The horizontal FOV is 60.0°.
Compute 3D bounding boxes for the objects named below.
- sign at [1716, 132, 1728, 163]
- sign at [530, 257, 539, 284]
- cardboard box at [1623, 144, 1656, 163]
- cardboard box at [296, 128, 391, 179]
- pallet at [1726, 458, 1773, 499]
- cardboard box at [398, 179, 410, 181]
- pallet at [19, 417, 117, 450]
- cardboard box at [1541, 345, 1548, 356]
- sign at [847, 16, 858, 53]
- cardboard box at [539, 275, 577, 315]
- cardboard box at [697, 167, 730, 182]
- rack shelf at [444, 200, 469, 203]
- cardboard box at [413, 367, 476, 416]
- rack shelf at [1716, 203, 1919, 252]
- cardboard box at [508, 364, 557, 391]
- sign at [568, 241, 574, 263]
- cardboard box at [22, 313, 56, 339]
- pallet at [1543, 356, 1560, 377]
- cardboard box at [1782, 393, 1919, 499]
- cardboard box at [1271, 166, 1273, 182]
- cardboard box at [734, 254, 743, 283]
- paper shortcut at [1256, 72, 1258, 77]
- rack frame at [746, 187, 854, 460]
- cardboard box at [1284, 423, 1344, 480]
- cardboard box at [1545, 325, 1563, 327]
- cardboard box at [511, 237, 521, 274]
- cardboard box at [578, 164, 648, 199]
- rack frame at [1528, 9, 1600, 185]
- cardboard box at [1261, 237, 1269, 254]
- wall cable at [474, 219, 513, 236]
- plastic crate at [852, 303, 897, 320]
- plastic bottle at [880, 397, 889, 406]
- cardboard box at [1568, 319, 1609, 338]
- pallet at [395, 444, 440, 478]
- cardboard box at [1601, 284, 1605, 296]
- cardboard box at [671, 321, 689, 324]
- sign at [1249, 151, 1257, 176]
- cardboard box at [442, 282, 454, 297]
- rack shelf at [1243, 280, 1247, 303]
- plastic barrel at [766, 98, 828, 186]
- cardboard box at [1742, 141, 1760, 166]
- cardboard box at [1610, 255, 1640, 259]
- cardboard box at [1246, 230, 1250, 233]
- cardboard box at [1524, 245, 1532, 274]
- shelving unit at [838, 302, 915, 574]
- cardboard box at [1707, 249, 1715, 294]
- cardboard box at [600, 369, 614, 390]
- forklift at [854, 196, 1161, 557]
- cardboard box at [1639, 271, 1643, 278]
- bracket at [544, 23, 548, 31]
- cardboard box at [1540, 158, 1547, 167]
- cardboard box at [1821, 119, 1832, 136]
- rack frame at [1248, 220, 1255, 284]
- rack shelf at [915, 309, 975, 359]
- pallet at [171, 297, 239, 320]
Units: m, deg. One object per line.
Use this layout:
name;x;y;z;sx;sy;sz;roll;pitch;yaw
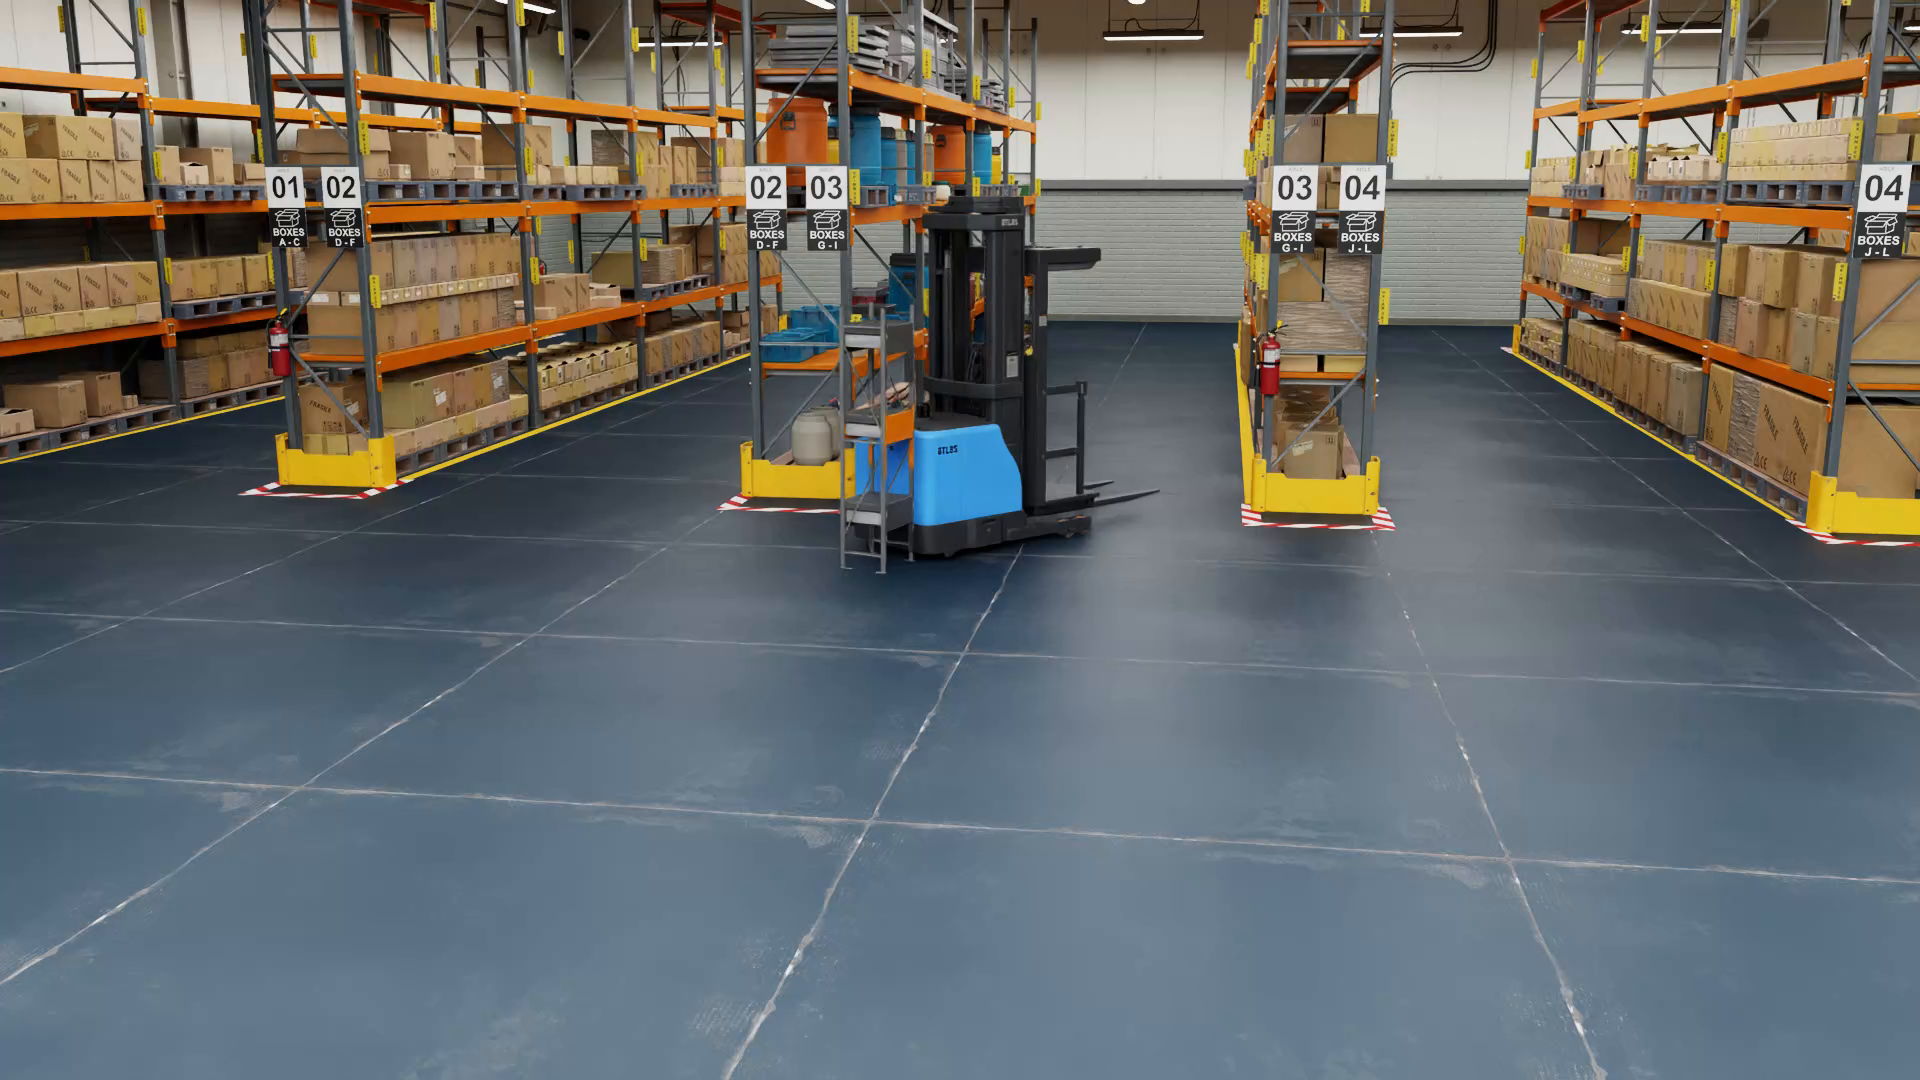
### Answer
sign;8.313;-4.278;18.131;0.100;0.325;0.005;2;12;9
sign;-5.273;-3.338;20.617;0.100;0.325;0.005;2;12;9
cardboard box;9.336;-5.312;22.846;0.396;0.266;0.258;2;12;9
cardboard box;-6.345;-3.971;17.103;0.797;0.503;0.637;3;12;13
pallet;8.472;-0.616;16.852;1.003;0.211;1.213;2;12;9
cardboard box;-9.731;-6.269;28.061;0.700;0.500;0.500;1;12;6
pallet;-10.971;-1.294;19.998;1.003;0.211;1.213;2;12;9
cardboard box;9.964;-3.175;27.876;0.380;0.149;0.250;2;12;9
sign;-1.001;-4.711;15.490;0.100;0.325;0.005;2;12;9
cardboard box;-5.530;-3.315;22.520;0.500;0.500;0.500;2;12;9
cardboard box;-4.271;-6.289;28.606;0.500;0.250;0.500;2;12;9
rack shelf;-9.179;-6.249;30.959;1.077;0.370;4.000;2;12;9
cardboard box;-5.902;-1.705;19.034;0.500;0.500;0.500;2;12;9
rack shelf;8.544;-3.088;16.290;1.077;0.370;4.000;2;12;9
cardboard box;-5.512;-2.107;21.347;0.500;0.311;0.500;2;12;9
sign;-5.745;-4.269;24.621;0.100;0.325;0.005;2;12;9
cardboard box;-10.794;-2.462;19.108;0.500;0.250;0.500;2;12;8
pallet;10.150;-2.833;27.138;1.003;0.211;1.213;2;12;9
cardboard box;8.275;-0.867;15.443;0.875;0.875;0.875;2;12;9
cardboard box;3.085;-3.395;15.415;0.380;0.149;0.250;2;12;9
cardboard box;-4.169;-4.811;29.462;0.500;0.500;0.500;2;12;10
paper shortcut;4.265;-6.697;23.877;0.009;0.170;0.078;12;-17;6
rack frame;-1.543;-1.899;16.187;1.000;3.000;0.127;2;12;9
cardboard box;3.463;-0.852;16.262;0.500;0.500;0.500;4;13;19
cardboard box;10.153;-3.562;28.260;0.380;0.149;0.250;2;12;9
cardboard box;-9.041;-5.439;31.901;0.980;0.700;0.700;2;12;8
cardboard box;-5.173;-5.333;24.762;0.910;0.500;0.500;2;12;9
rack frame;10.697;-7.820;29.421;1.000;3.000;0.127;2;12;9
cardboard box;3.570;-3.065;18.279;0.500;0.500;0.500;2;12;9
wall cable;-9.610;-6.345;34.403;0.084;1.984;1.851;2;12;9
plastic crate;-1.134;-2.597;19.570;0.767;0.338;0.504;2;12;9
plastic bottle;-0.885;-1.513;19.639;0.144;0.351;0.185;2;12;9
cardboard box;9.707;-3.260;25.656;0.500;0.250;0.500;1;12;6
pallet;-6.361;-0.858;17.974;1.003;0.211;1.213;2;12;9
cardboard box;9.128;-3.474;23.093;0.380;0.149;0.250;2;12;8
cardboard box;-4.907;-3.459;28.312;0.500;0.500;0.500;1;12;6
sign;4.034;-5.182;22.882;0.100;0.325;0.005;2;12;9
cardboard box;-5.927;-2.821;18.687;0.380;0.149;0.250;2;12;9
rack shelf;5.504;-4.302;29.041;1.077;0.370;4.000;2;12;9
plastic barrel;-1.594;-3.886;16.270;0.600;0.830;0.708;2;12;9
cardboard box;8.423;-3.985;17.158;0.500;0.250;0.500;2;12;8
cardboard box;10.172;-4.283;25.432;0.380;0.149;0.250;2;12;7
cardboard box;5.394;-5.313;29.896;0.500;0.500;0.500;2;12;7
cardboard box;10.355;-4.998;29.619;0.500;0.500;0.500;2;12;11
shelving unit;-0.662;-0.820;13.298;0.431;2.100;0.503;6;14;25
cardboard box;8.922;-3.031;18.827;0.700;0.500;0.500;2;12;8
cardboard box;-5.203;-2.258;23.379;0.500;0.250;0.500;2;12;10
forklift;0.533;-1.527;14.623;3.031;2.935;1.130;-10;16;-40
cardboard box;9.894;-3.761;23.718;0.380;0.149;0.250;2;12;9
bracket;-8.897;-10.908;35.205;0.235;0.232;0.430;2;12;9
cardboard box;10.213;-6.503;28.651;0.380;0.149;0.250;2;12;9
cardboard box;8.032;-3.731;15.035;0.380;0.149;0.250;2;12;10
rack frame;5.196;-4.237;27.033;1.000;3.000;0.127;2;12;9
rack shelf;-0.621;-2.797;22.058;1.077;0.370;4.000;2;12;9
pallet;-10.456;-3.114;22.276;1.003;0.211;1.213;2;12;9
